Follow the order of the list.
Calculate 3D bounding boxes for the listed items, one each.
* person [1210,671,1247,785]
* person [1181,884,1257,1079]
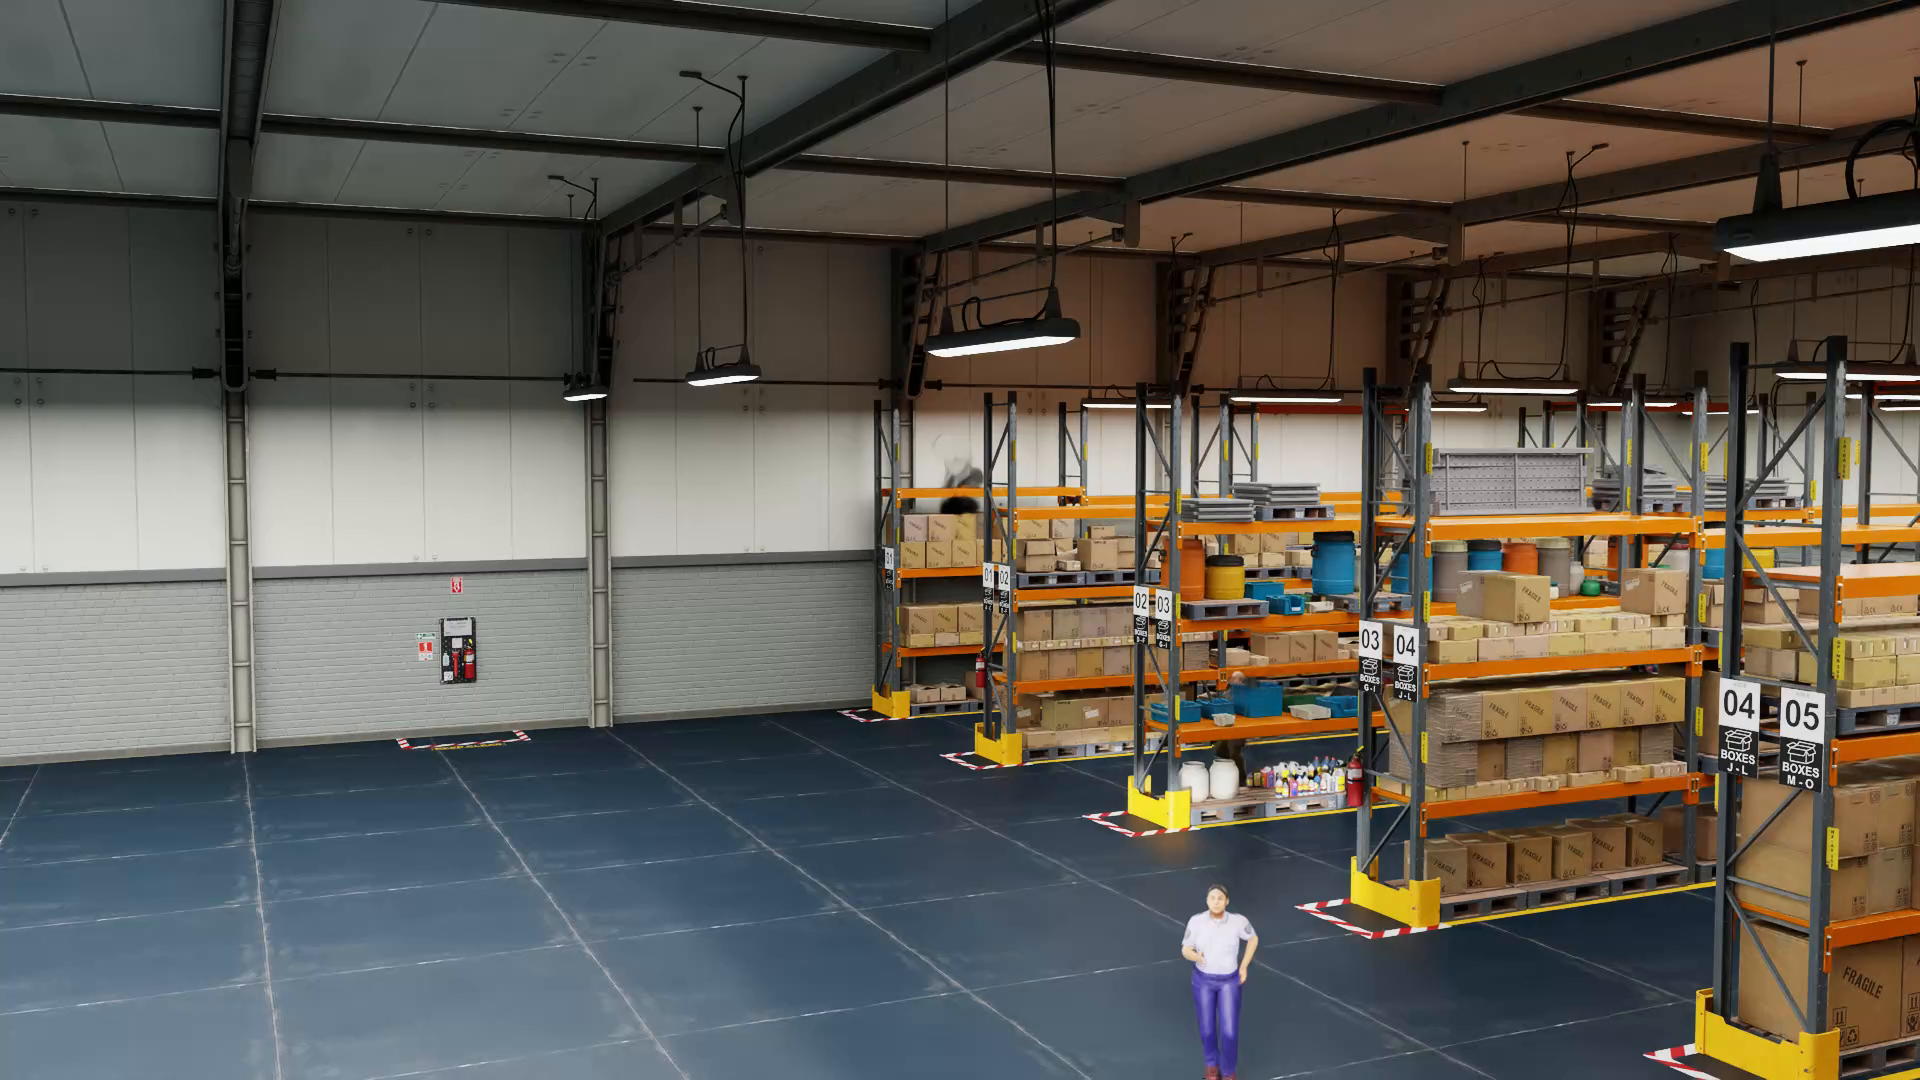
[{"bbox_3d":[4.056,2.831,25.029,0.653,1.735,0.695,-2,4,-30],"label":"person"},{"bbox_3d":[2.044,3.582,13.211,0.584,1.693,0.679,1,3,15],"label":"person"}]
